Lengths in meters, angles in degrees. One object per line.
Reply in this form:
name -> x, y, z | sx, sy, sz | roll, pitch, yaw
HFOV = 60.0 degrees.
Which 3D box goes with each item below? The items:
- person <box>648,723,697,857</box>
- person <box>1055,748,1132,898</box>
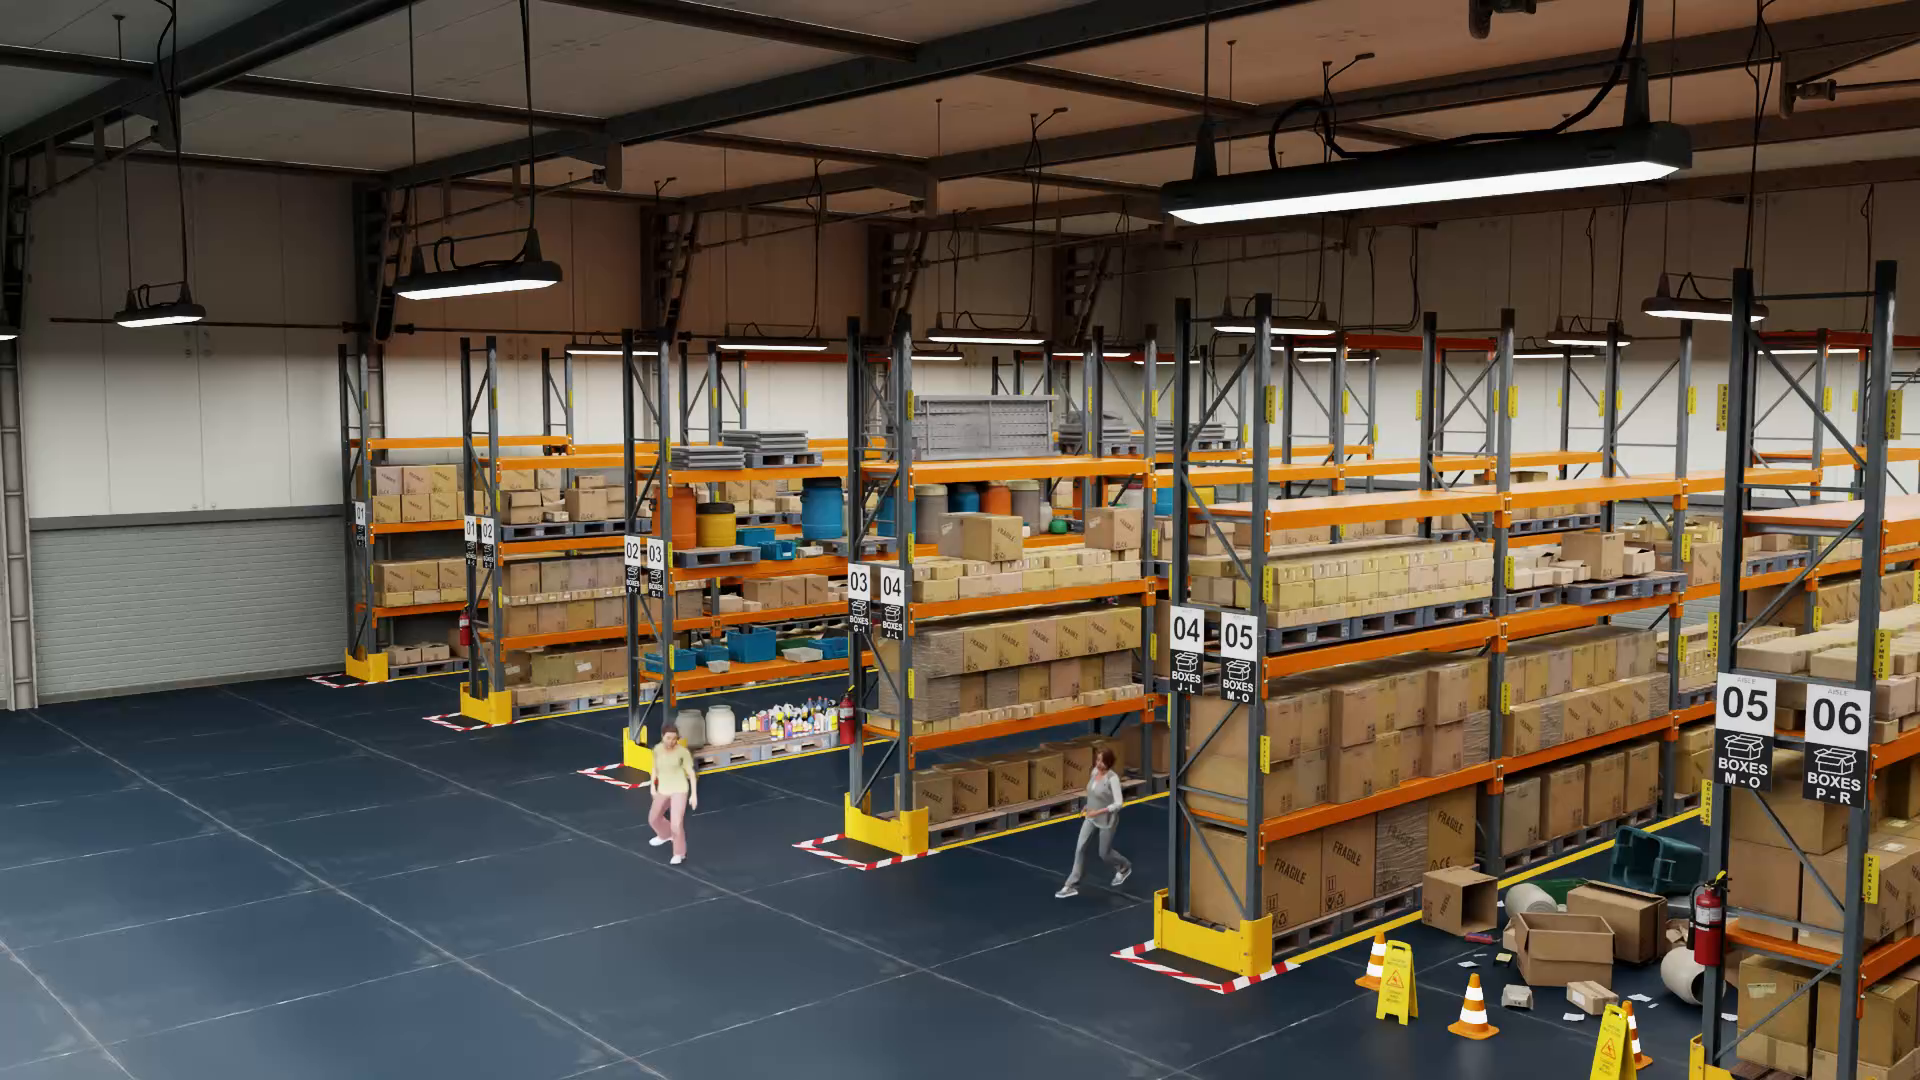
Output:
person -> -3.137, 2.720, 18.316 | 0.677, 1.526, 0.675 | 2, 5, 19
person -> 1.448, 2.848, 16.839 | 0.928, 1.538, 0.583 | -4, 7, -39
